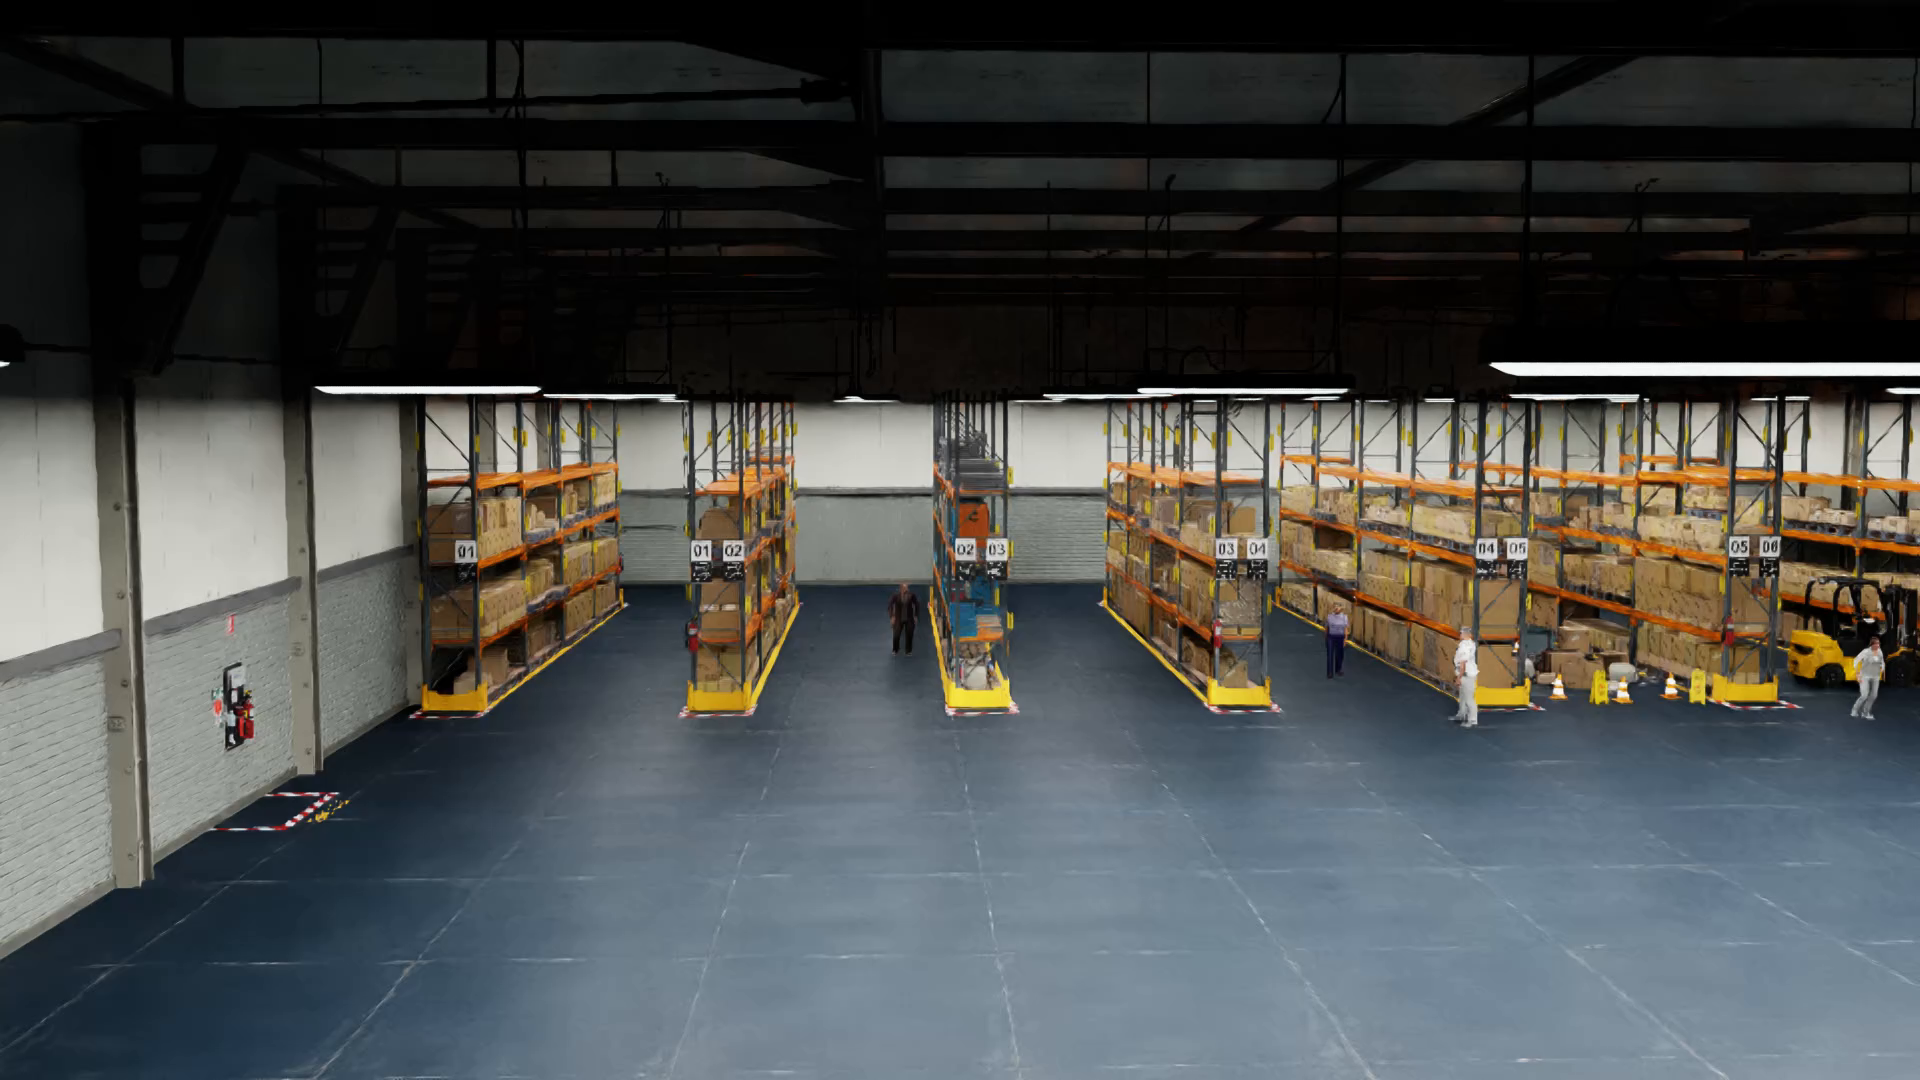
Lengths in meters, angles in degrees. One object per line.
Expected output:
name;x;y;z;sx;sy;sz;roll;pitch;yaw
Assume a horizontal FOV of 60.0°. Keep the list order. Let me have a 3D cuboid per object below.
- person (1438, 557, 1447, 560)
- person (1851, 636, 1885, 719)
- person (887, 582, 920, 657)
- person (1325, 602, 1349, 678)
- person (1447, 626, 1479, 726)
person;14.391;0.866;49.107;0.539;1.718;0.678;-2;5;-28
person;16.503;2.496;30.223;0.566;1.541;0.519;0;5;-5
person;-1.283;1.789;37.709;0.729;1.733;0.546;0;5;-4
person;7.908;2.088;34.871;0.476;1.560;0.994;1;5;7
person;9.001;2.412;29.724;0.580;1.746;0.654;2;5;26
